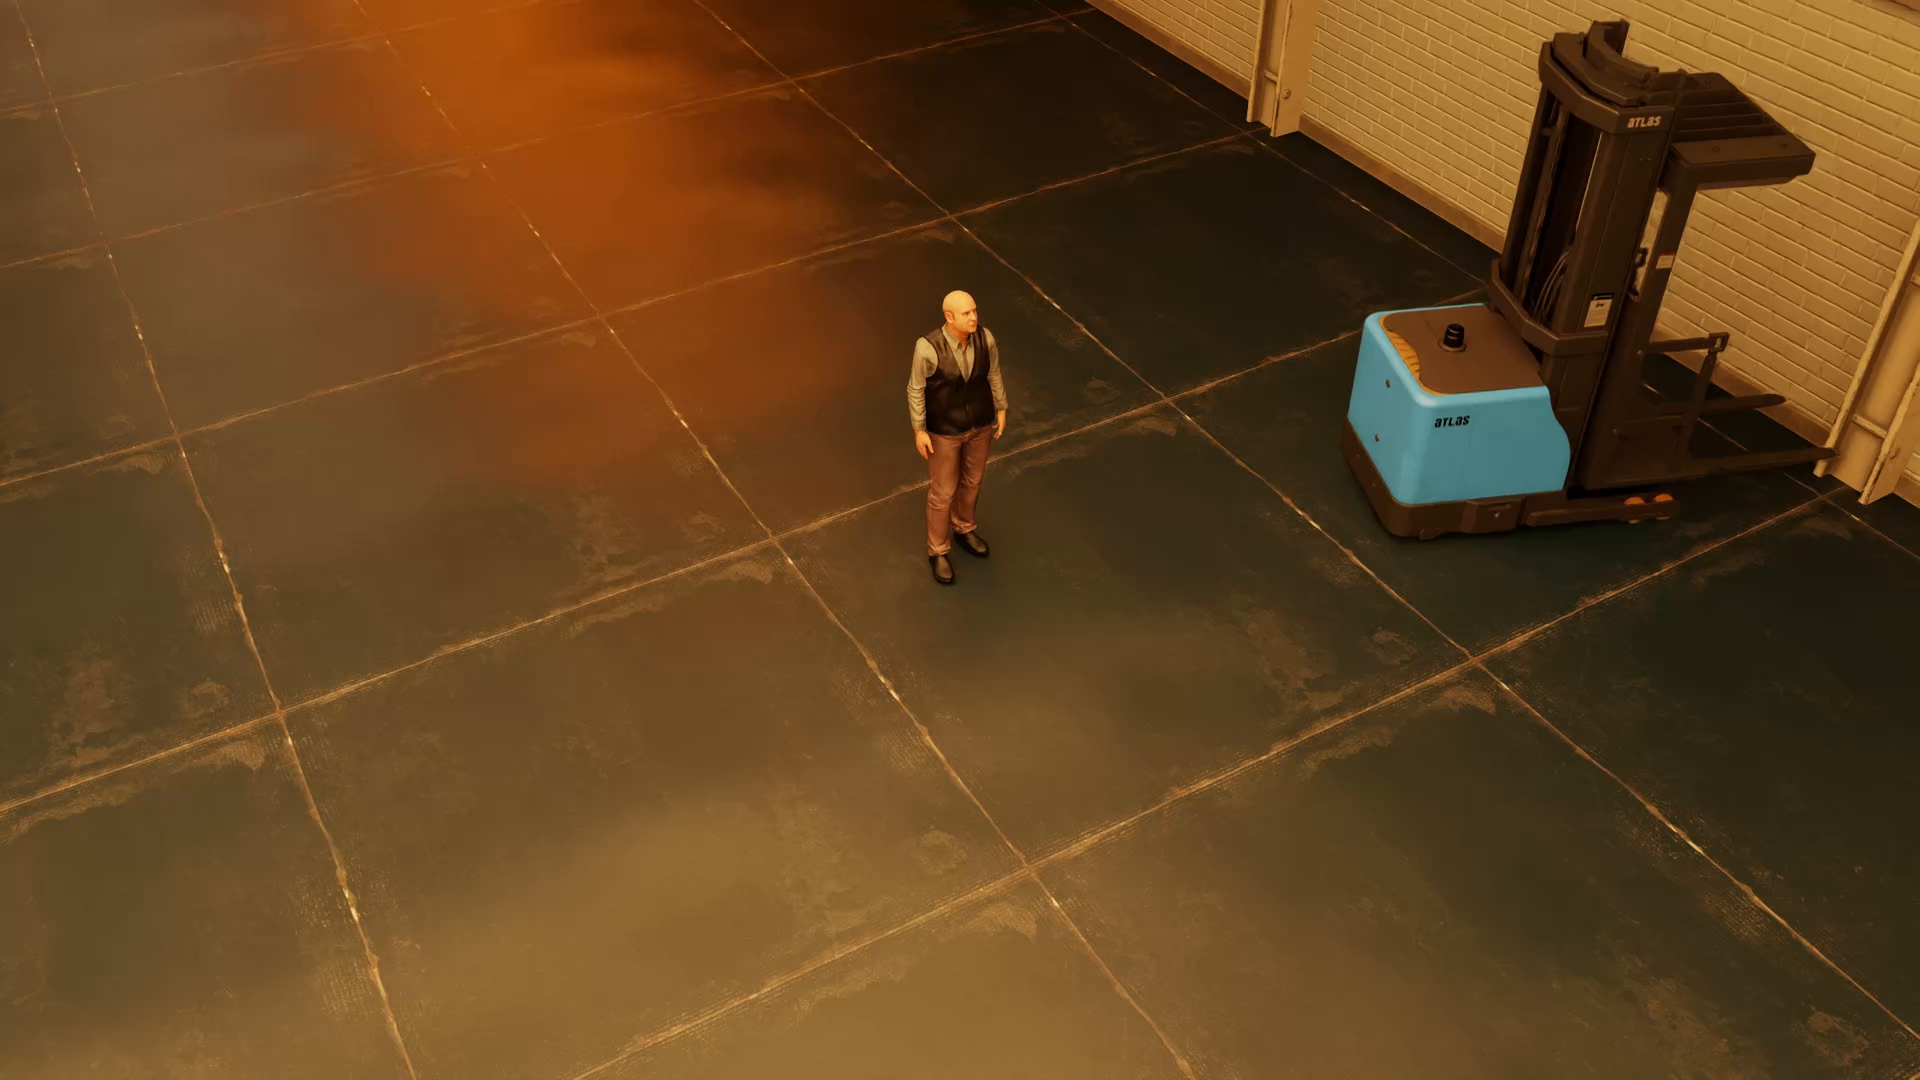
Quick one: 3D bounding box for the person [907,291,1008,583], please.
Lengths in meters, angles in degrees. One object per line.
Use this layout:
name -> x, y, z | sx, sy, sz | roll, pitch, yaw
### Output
person -> 0.025, -0.631, 9.733 | 0.633, 1.722, 0.566 | -20, 44, -23

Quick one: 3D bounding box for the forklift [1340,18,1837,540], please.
forklift -> 4.068, -1.564, 9.921 | 3.031, 2.935, 1.130 | -6, 40, -7
